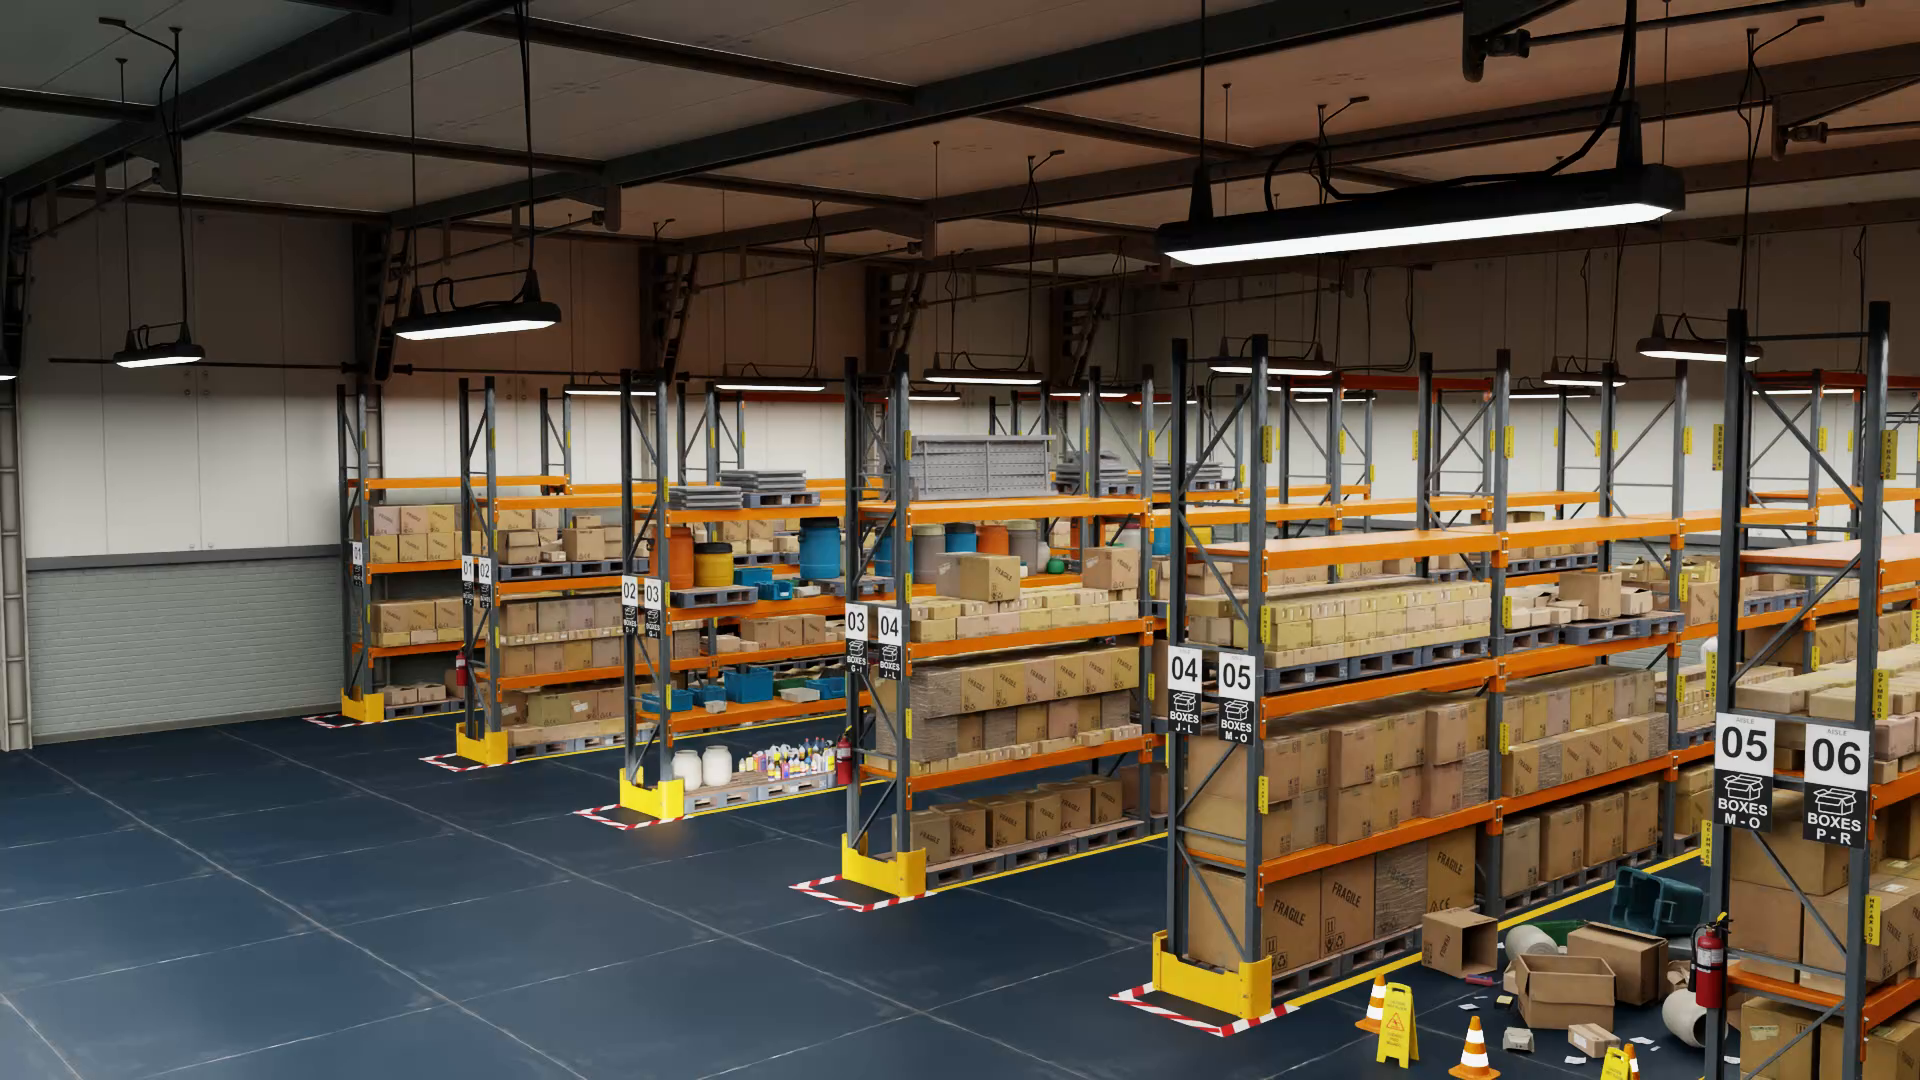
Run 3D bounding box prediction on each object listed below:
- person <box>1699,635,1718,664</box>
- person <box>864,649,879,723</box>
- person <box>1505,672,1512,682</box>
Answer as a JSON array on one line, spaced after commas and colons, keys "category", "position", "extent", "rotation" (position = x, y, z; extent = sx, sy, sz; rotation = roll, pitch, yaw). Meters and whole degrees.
[{"category": "person", "position": [13.230, 2.358, 29.181], "extent": [0.880, 1.752, 0.574], "rotation": [4, 5, 43]}, {"category": "person", "position": [-1.383, 2.343, 29.610], "extent": [0.888, 1.785, 0.623], "rotation": [-2, 4, -28]}, {"category": "person", "position": [8.209, 2.692, 24.814], "extent": [0.796, 1.697, 0.593], "rotation": [-2, 4, -29]}]
